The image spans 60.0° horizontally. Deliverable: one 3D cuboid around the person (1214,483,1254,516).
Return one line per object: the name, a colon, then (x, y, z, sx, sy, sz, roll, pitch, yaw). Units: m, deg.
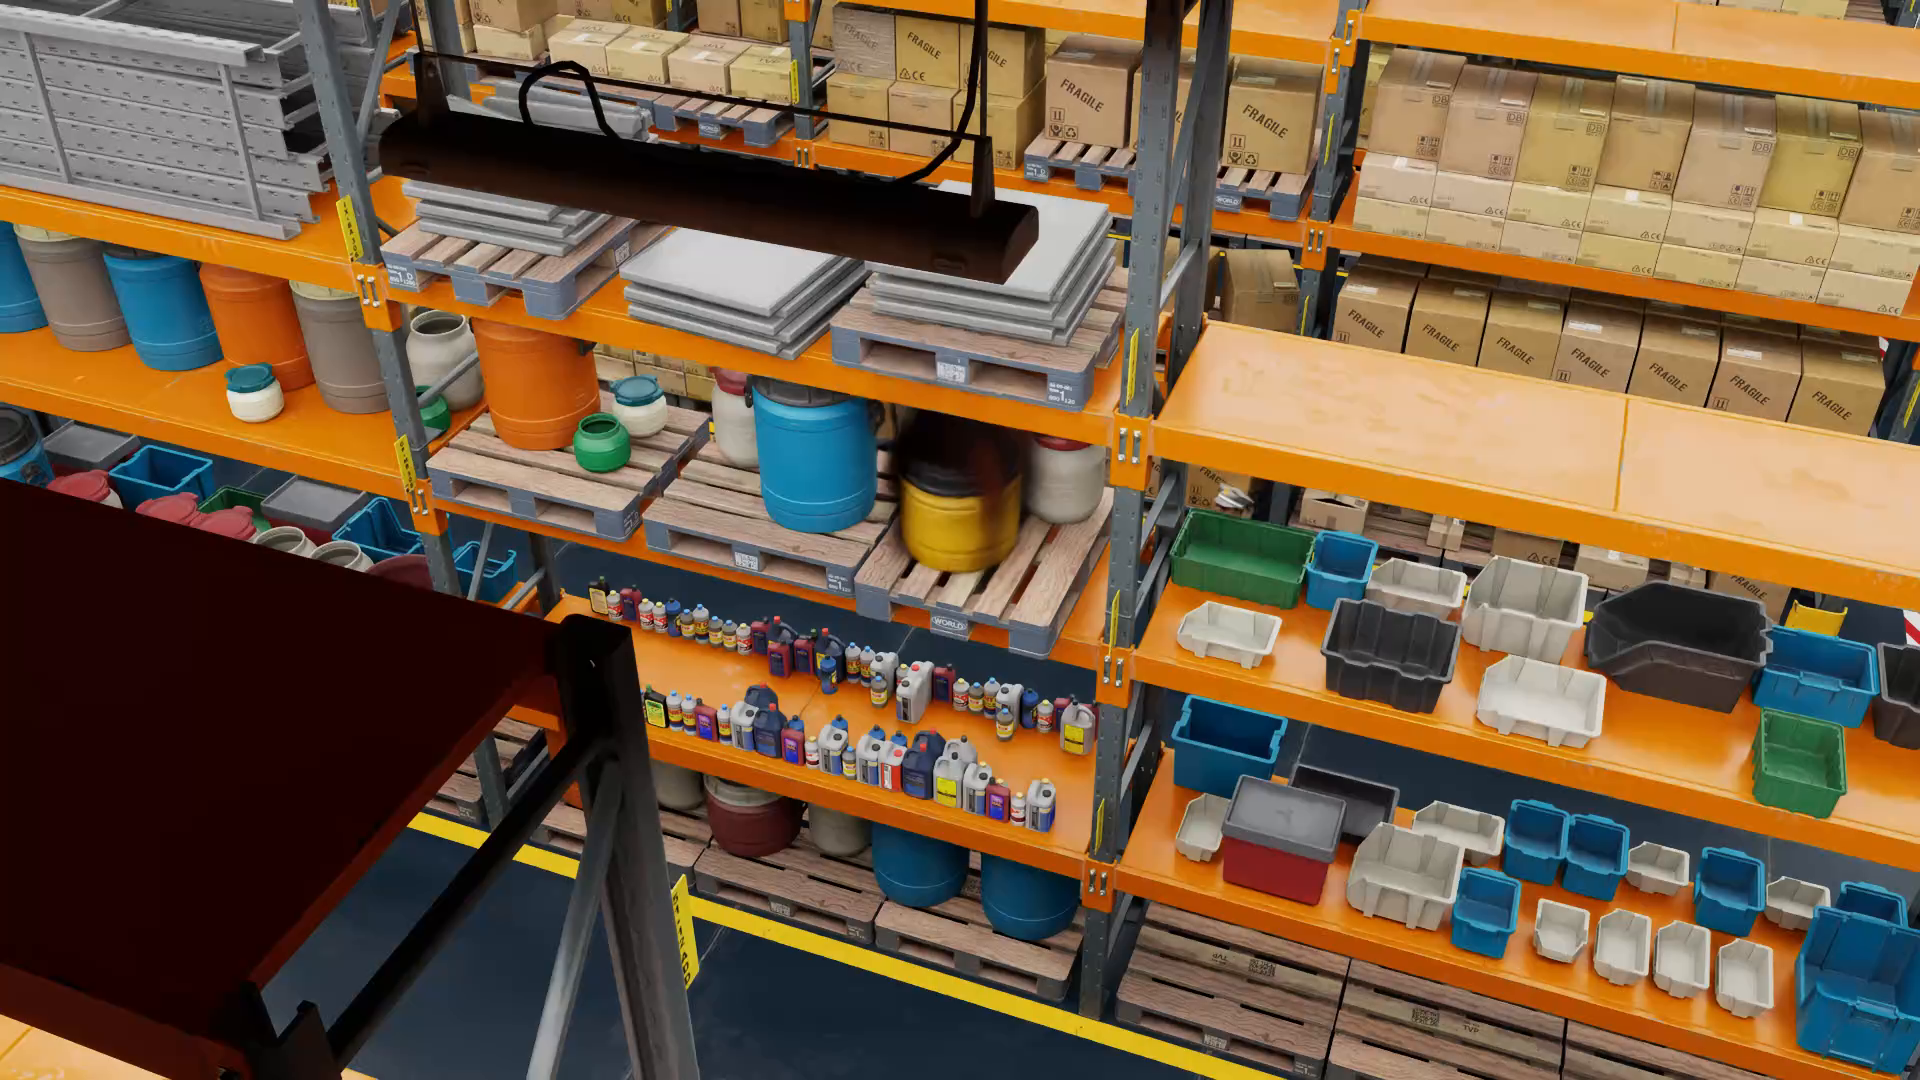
person: (1.774, 0.331, 11.449, 0.665, 1.662, 0.461, 11, 38, 15)
